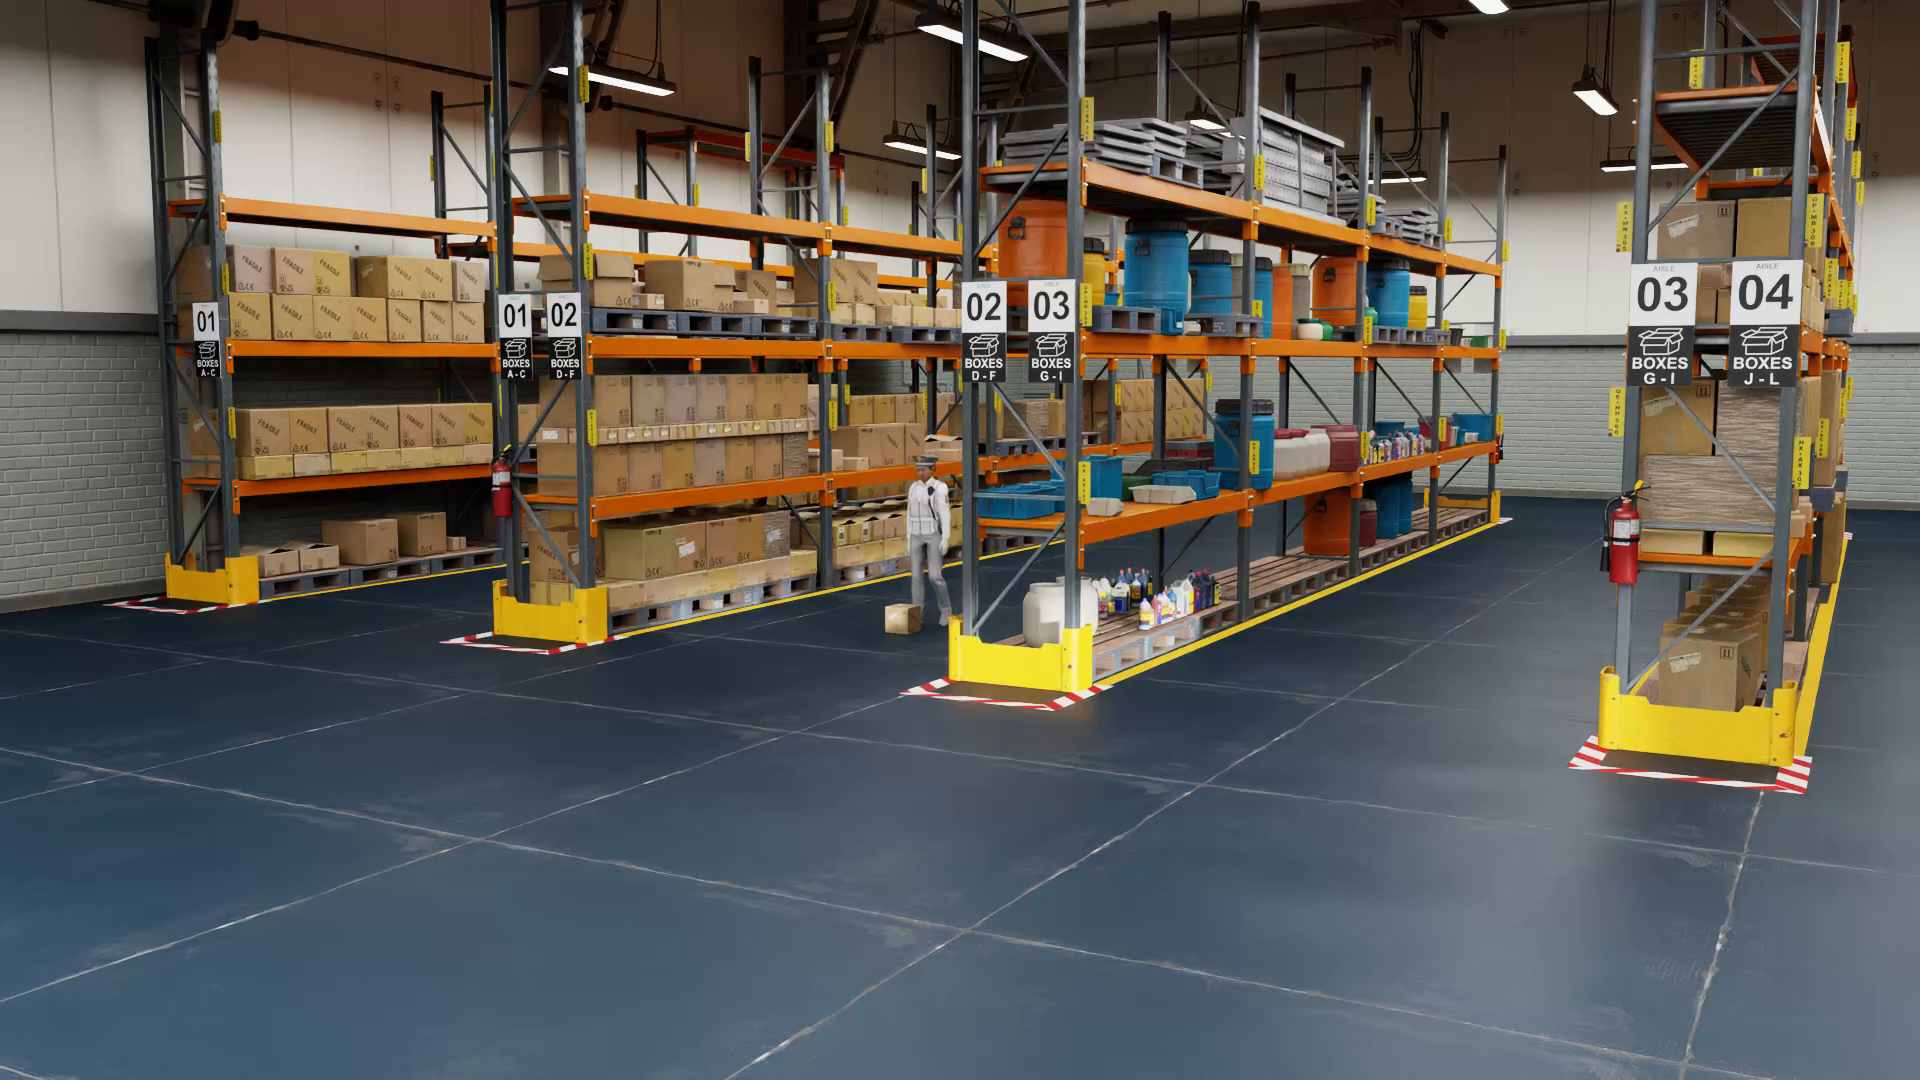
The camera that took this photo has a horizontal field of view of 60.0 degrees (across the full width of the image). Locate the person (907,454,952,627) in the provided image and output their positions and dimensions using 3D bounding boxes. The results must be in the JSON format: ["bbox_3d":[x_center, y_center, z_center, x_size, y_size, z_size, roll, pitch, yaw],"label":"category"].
[{"bbox_3d":[-0.332,0.012,16.248,0.499,1.698,0.482,3,7,29],"label":"person"}]
